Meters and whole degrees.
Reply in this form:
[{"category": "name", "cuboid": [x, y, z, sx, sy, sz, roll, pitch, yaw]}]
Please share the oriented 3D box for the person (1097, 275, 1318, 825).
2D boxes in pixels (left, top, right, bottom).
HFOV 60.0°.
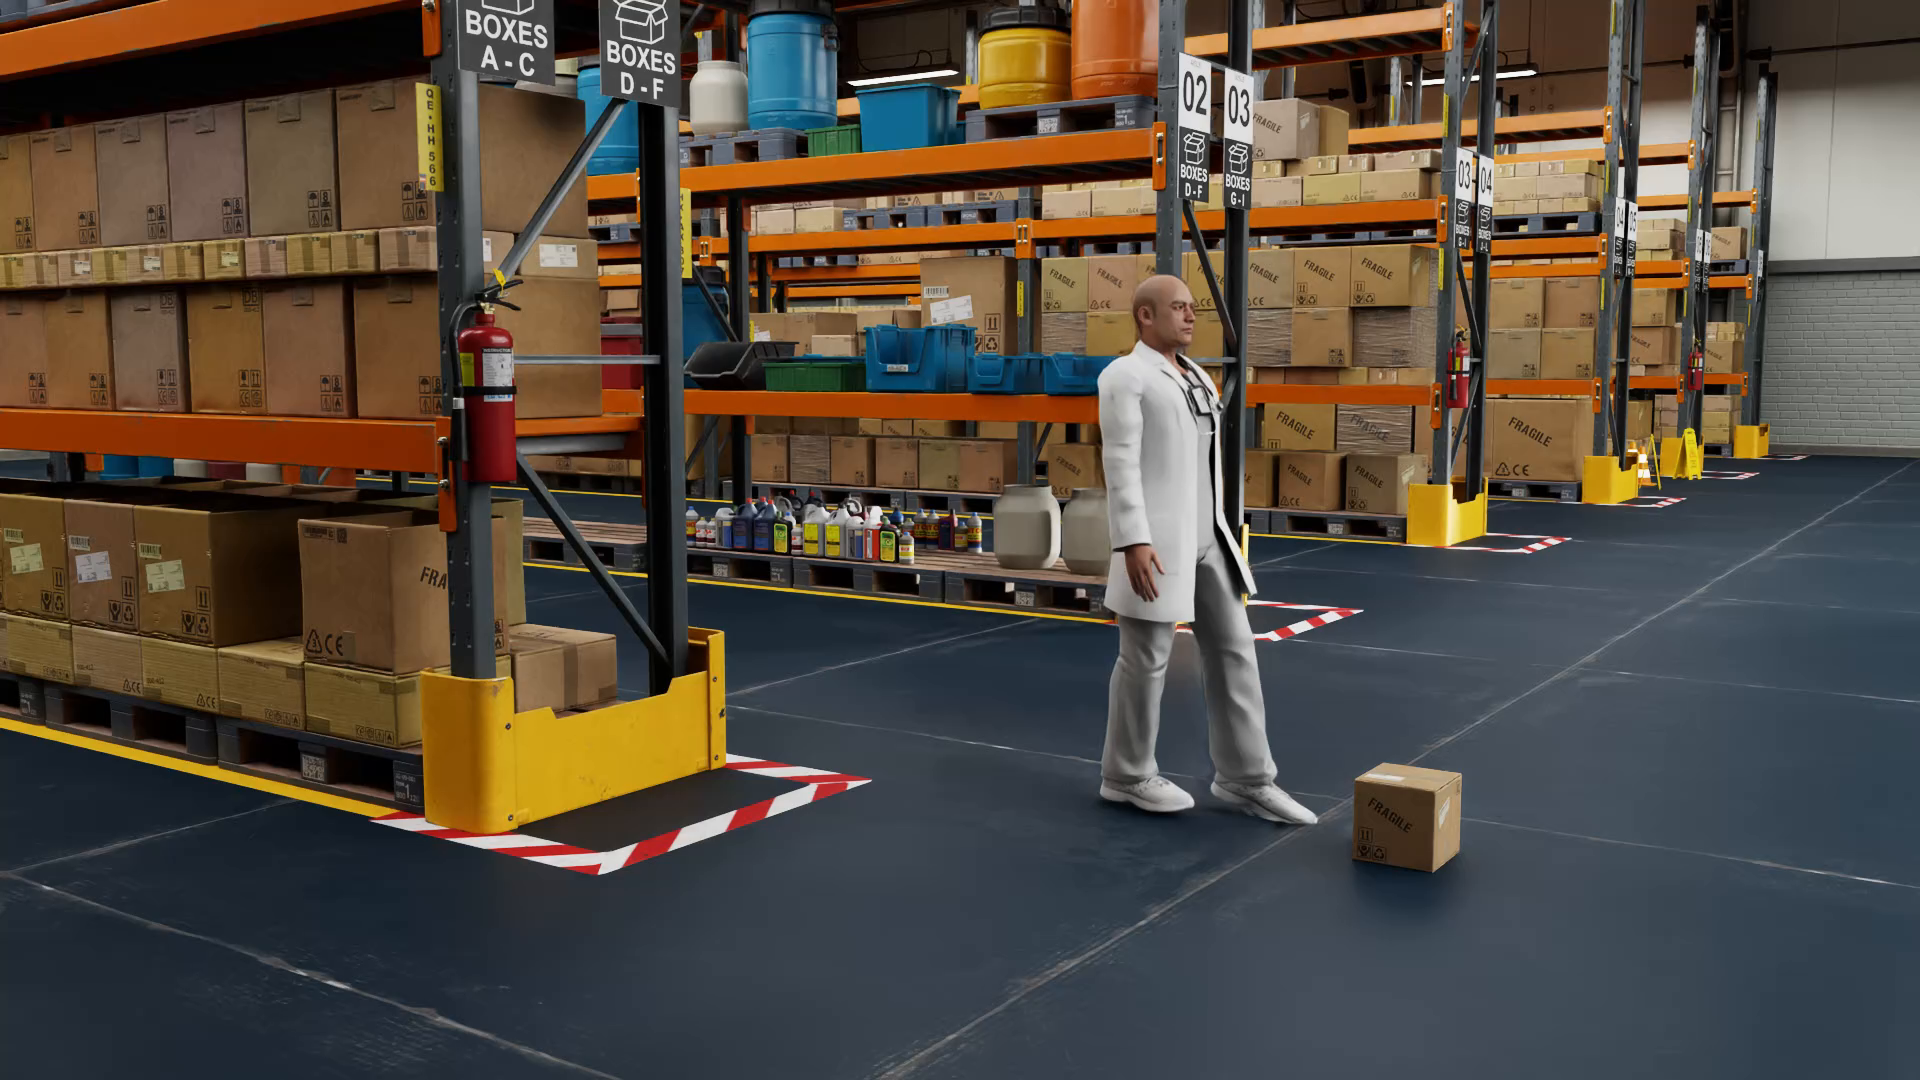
[{"category": "person", "cuboid": [0.782, 0.040, 5.442, 0.697, 1.807, 0.610, 6, 8, 43]}]
